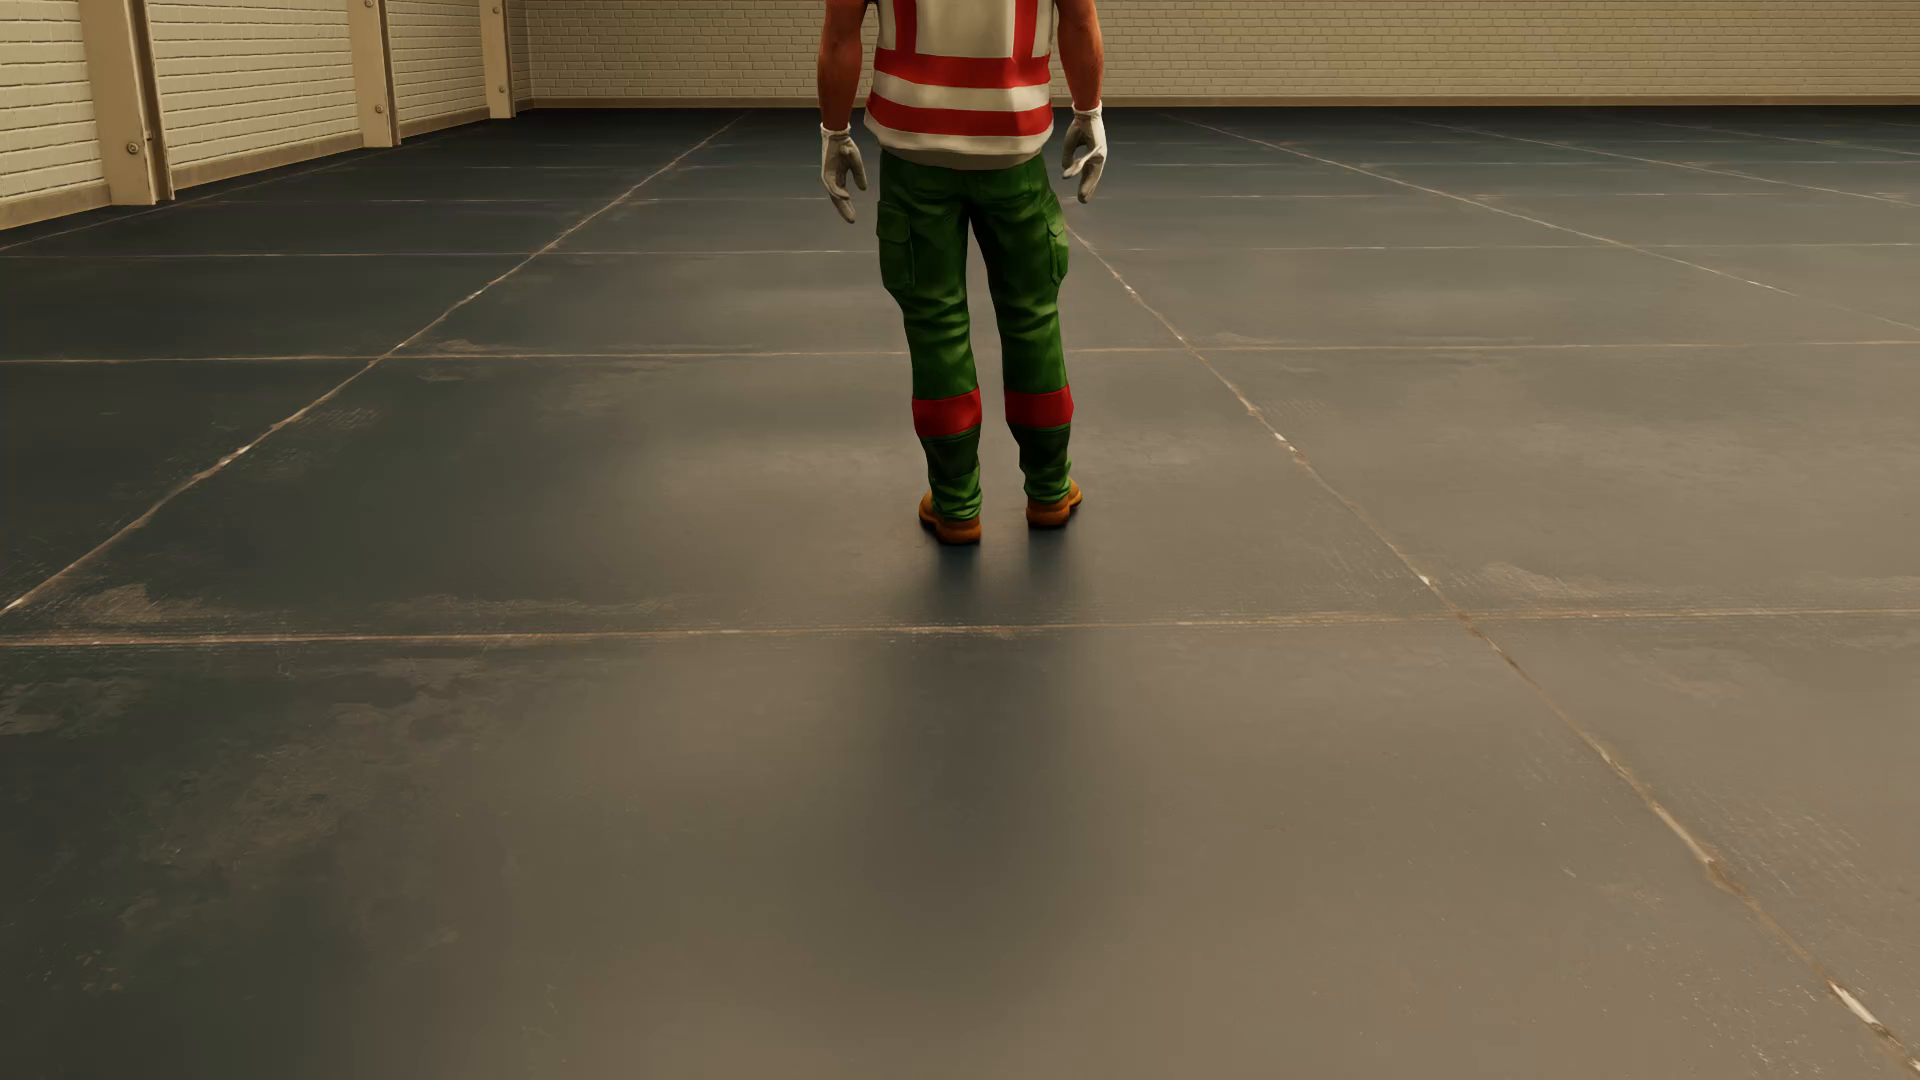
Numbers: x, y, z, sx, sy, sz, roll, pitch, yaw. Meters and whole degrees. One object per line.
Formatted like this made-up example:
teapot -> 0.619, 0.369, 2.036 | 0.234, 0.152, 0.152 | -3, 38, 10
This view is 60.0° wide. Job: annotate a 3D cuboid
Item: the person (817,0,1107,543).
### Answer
person -> 0.006, -0.886, 3.732 | 0.638, 1.789, 0.562 | -1, 17, -3
